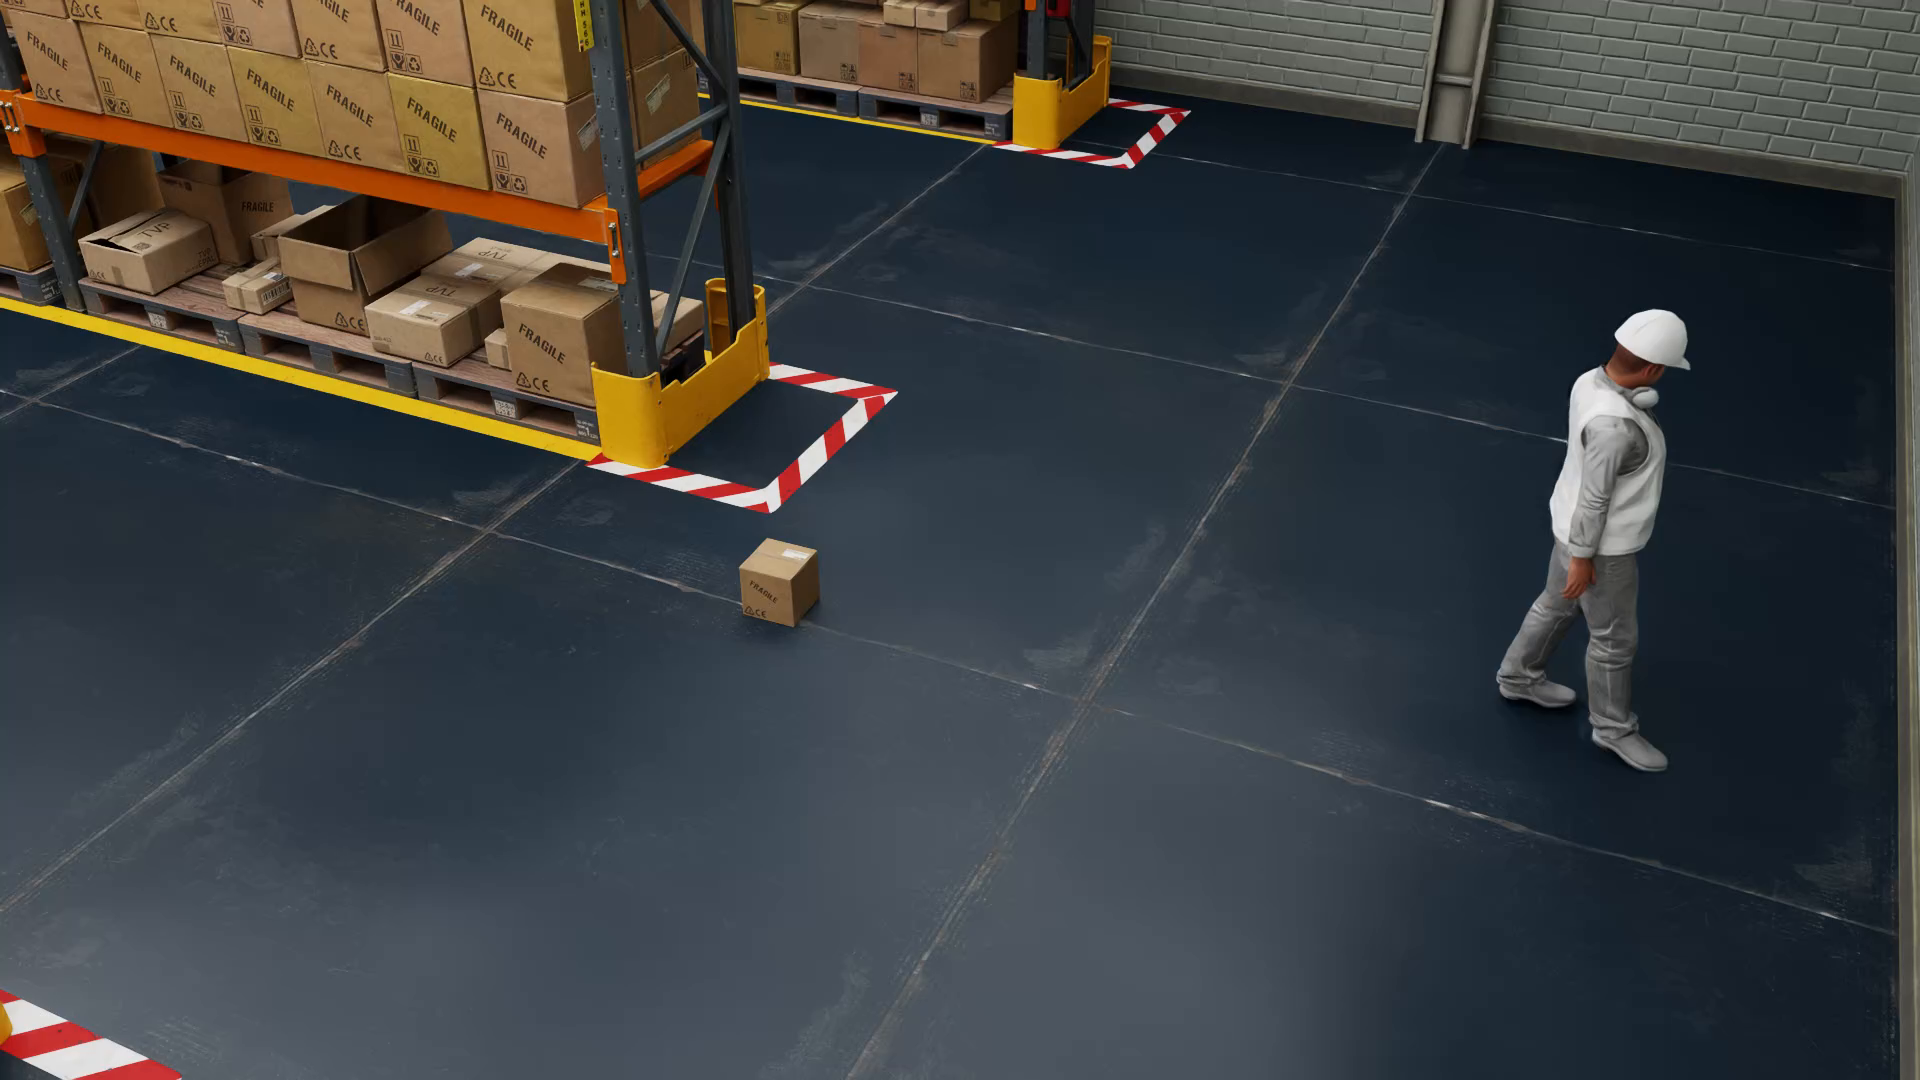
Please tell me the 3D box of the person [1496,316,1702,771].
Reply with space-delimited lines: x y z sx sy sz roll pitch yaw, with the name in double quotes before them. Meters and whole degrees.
"person" 2.487 -0.015 6.118 0.720 1.749 0.573 8 34 12
